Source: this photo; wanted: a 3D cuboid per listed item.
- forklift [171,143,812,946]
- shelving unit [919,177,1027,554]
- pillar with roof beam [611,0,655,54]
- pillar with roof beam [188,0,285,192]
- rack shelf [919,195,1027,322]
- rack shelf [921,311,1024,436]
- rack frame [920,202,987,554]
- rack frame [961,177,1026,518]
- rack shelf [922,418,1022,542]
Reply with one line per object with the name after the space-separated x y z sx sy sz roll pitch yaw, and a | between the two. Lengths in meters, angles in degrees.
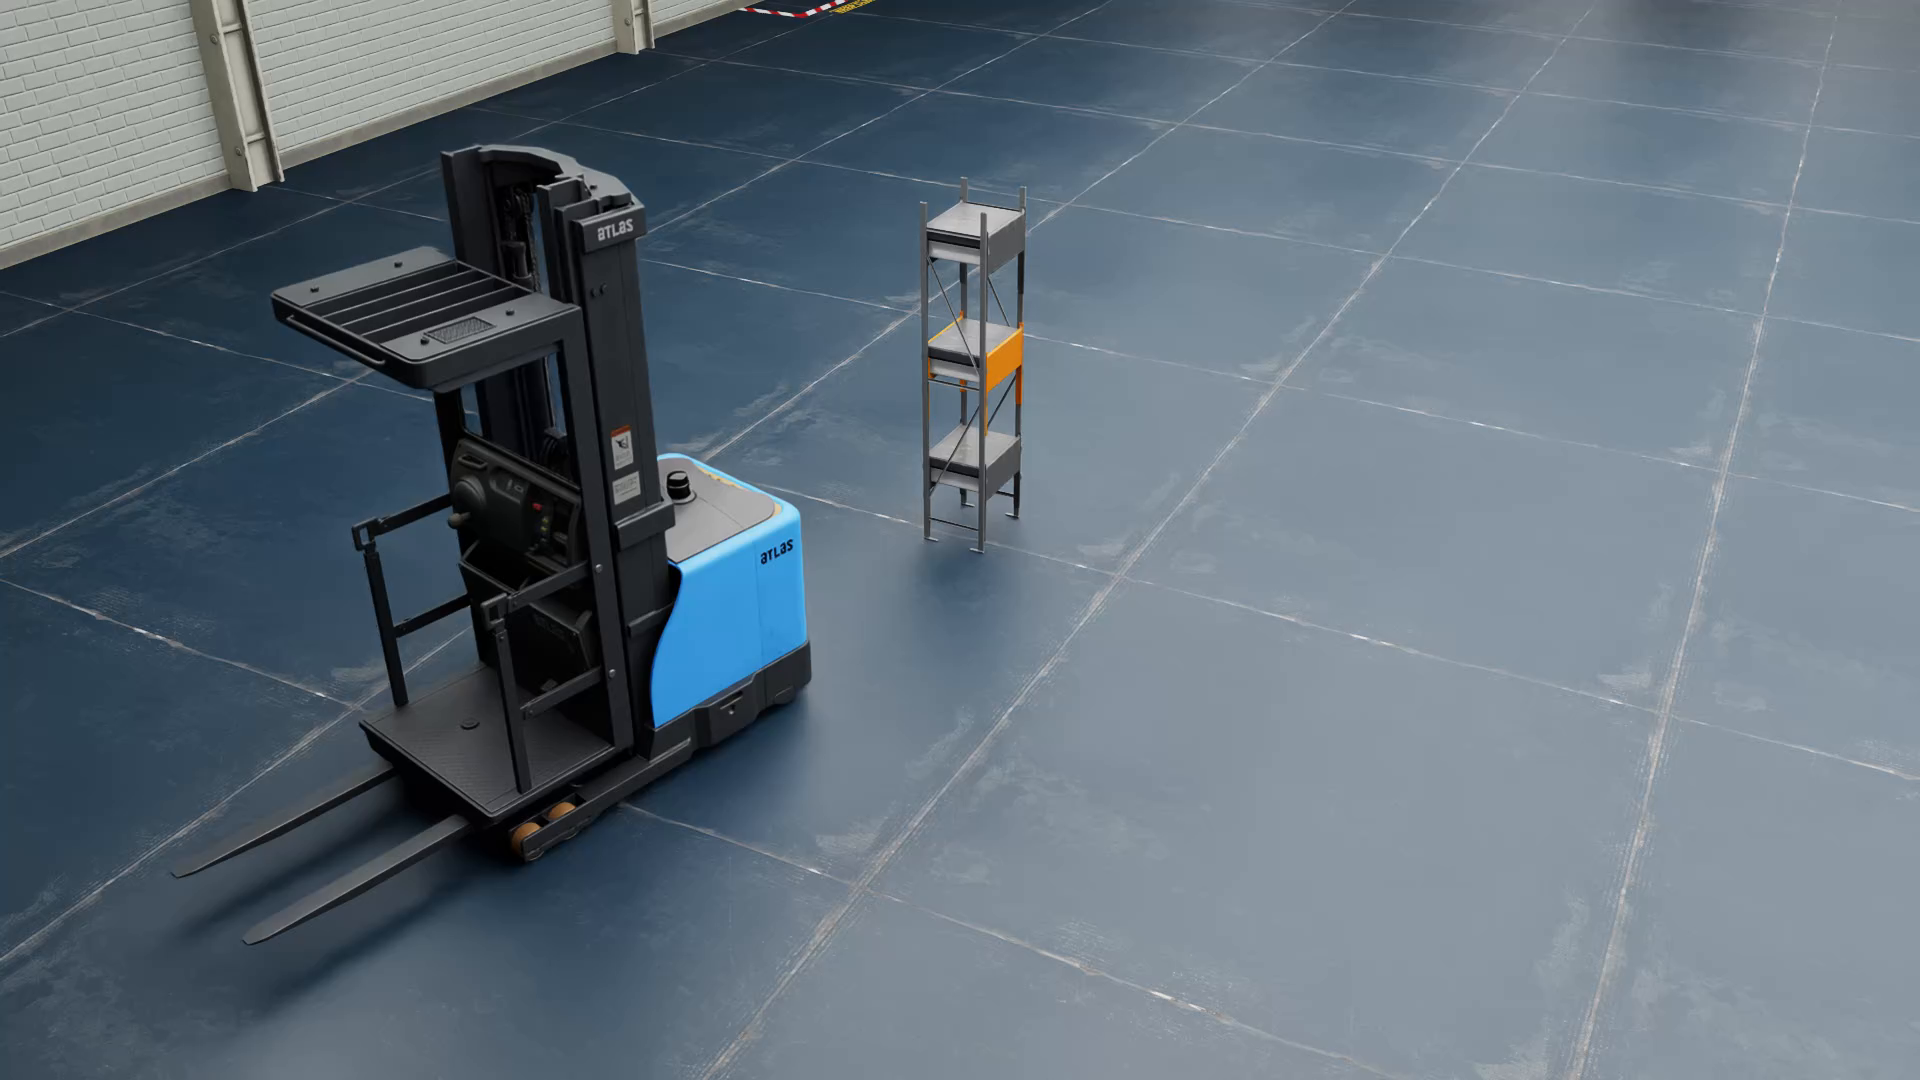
-2.126 -0.110 7.288 1.130 2.935 3.031 24 38 35 | forklift
0.075 -0.984 9.645 0.431 2.100 0.503 14 33 23 | shelving unit
-0.197 -9.015 16.703 9.100 9.000 0.400 14 33 23 | pillar with roof beam
-2.930 -6.355 12.071 9.100 9.000 0.400 14 33 23 | pillar with roof beam
0.075 -1.579 9.304 0.431 0.518 0.480 14 33 23 | rack shelf
0.075 -0.972 9.652 0.431 0.518 0.480 14 33 23 | rack shelf
-0.036 -0.876 9.457 0.400 2.100 0.015 14 33 23 | rack frame
0.187 -1.092 9.834 0.400 2.100 0.015 14 33 23 | rack frame
0.075 -0.365 10.001 0.431 0.518 0.480 14 33 23 | rack shelf
